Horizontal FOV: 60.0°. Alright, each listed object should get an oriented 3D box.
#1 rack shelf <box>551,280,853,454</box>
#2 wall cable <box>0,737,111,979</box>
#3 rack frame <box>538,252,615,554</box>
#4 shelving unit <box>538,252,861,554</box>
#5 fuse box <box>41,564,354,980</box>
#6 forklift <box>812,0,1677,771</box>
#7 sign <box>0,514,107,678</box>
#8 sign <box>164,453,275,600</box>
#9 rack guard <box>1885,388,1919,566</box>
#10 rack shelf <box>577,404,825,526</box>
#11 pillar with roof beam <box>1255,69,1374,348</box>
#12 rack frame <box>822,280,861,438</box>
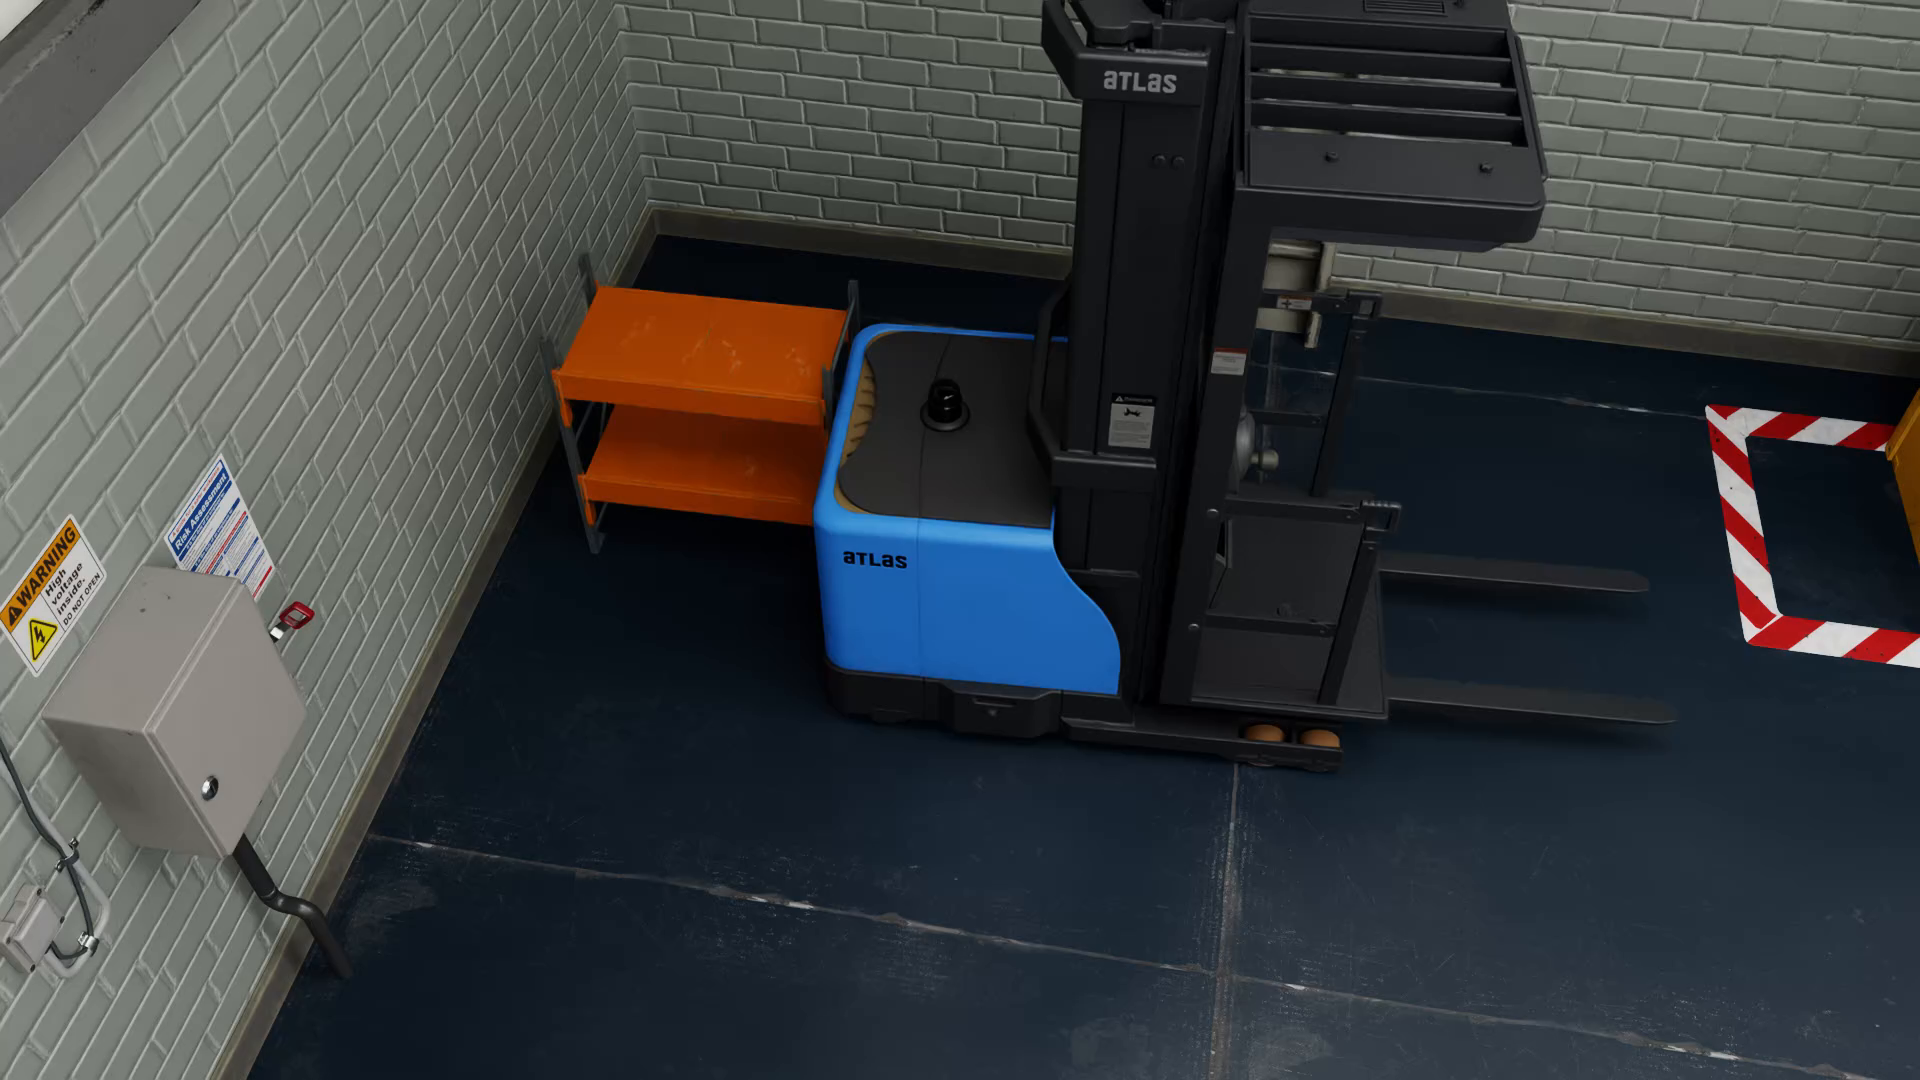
[{"bbox_3d":[-0.927,-0.643,6.150,1.000,0.278,0.538,7,48,6],"label":"rack shelf"},{"bbox_3d":[-2.260,0.536,3.541,0.122,1.984,0.588,8,49,7],"label":"wall cable"},{"bbox_3d":[-1.429,-0.505,6.420,0.032,1.125,0.500,7,48,6],"label":"rack frame"},{"bbox_3d":[-0.927,-0.447,6.367,1.048,1.125,0.538,7,48,6],"label":"shelving unit"},{"bbox_3d":[-1.983,0.827,4.828,0.414,1.711,0.539,8,49,7],"label":"fuse box"},{"bbox_3d":[1.058,-0.569,5.263,3.031,2.935,1.130,5,48,4],"label":"forklift"},{"bbox_3d":[-2.197,0.134,4.030,0.001,0.242,0.339,8,49,7],"label":"sign"},{"bbox_3d":[-2.099,0.040,4.734,0.001,0.494,0.329,8,49,7],"label":"sign"},{"bbox_3d":[4.006,-0.144,6.516,0.348,0.500,1.175,8,49,7],"label":"rack guard"},{"bbox_3d":[-0.927,-0.284,6.549,1.000,0.278,0.538,7,48,6],"label":"rack shelf"},{"bbox_3d":[0.673,-0.860,1.445,0.400,9.000,9.100,8,49,7],"label":"pillar with roof beam"},{"bbox_3d":[-0.425,-0.389,6.315,0.032,1.125,0.500,7,48,6],"label":"rack frame"}]
